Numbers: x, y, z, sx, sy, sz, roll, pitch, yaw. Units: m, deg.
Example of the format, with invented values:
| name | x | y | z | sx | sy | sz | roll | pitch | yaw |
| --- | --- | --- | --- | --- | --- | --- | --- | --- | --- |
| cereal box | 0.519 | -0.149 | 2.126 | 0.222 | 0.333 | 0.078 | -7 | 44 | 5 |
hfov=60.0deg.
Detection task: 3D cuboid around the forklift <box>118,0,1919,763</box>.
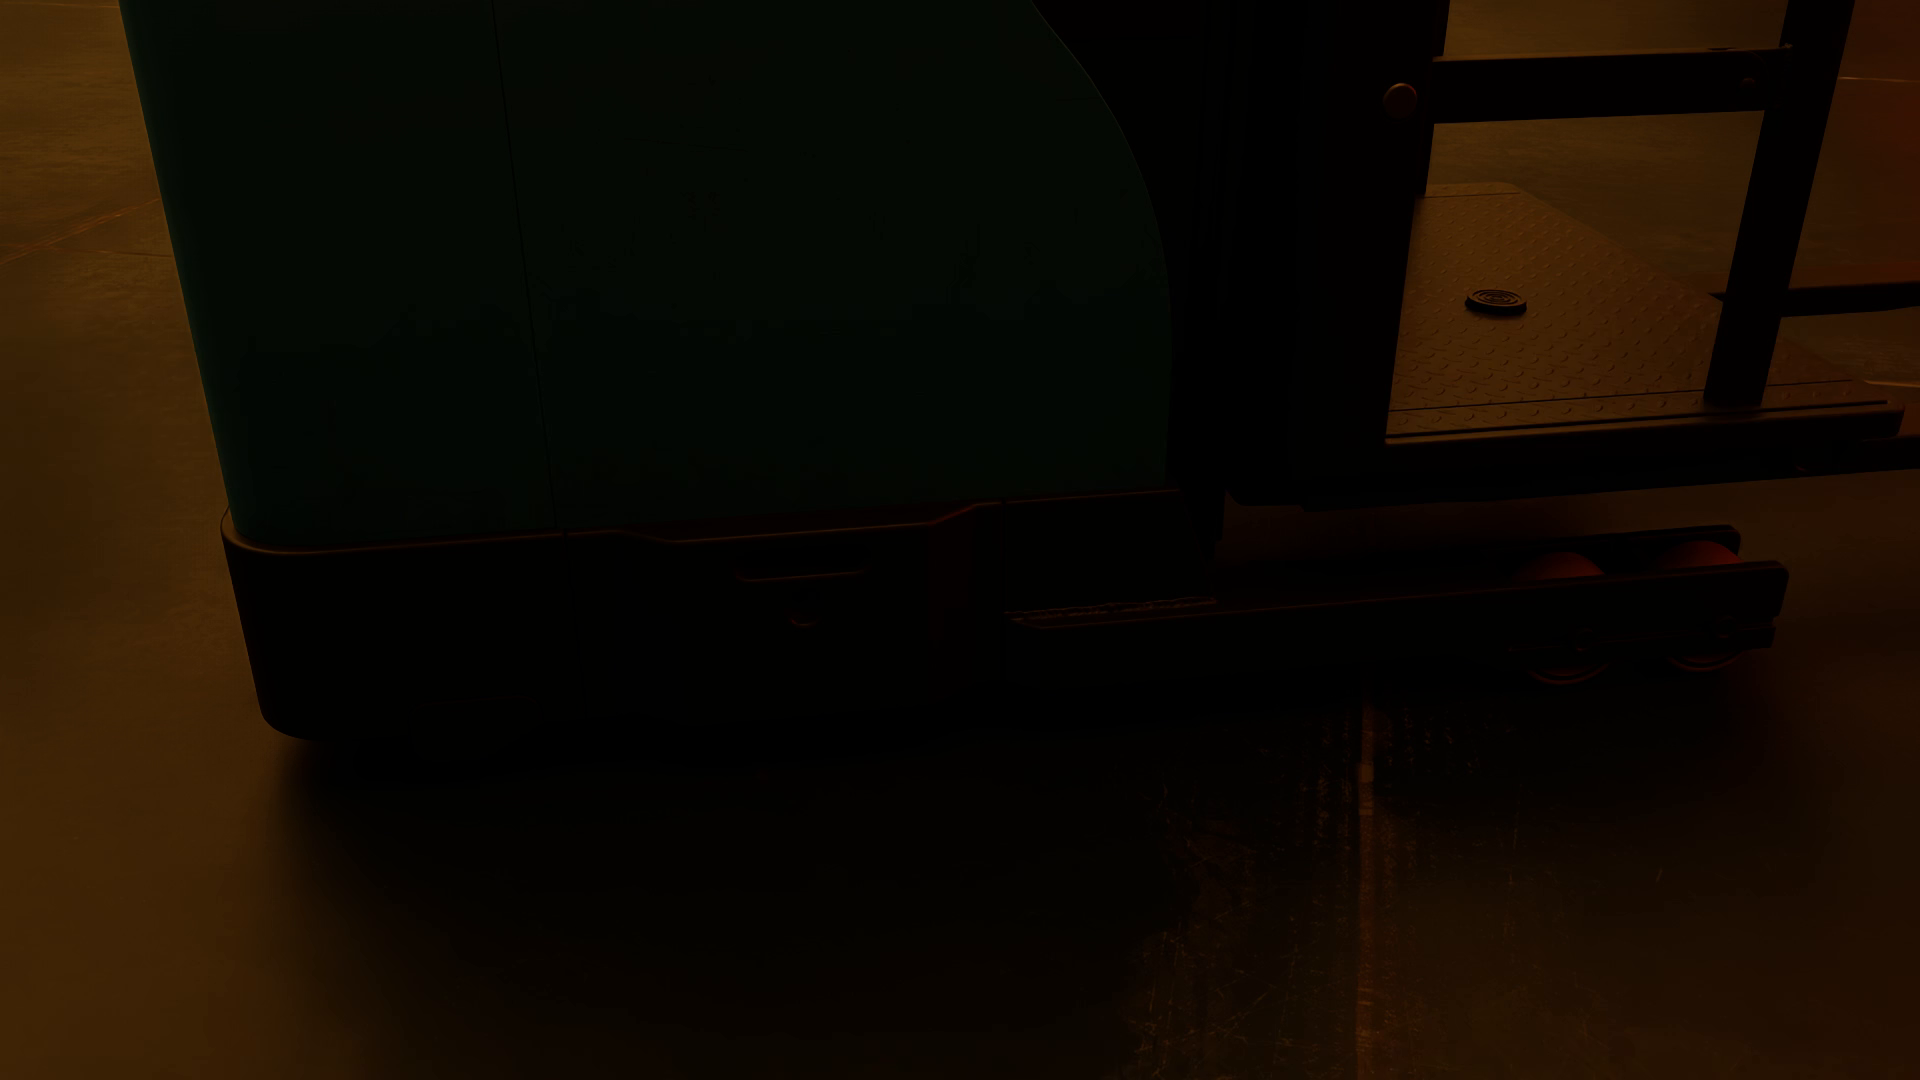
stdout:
| name | x | y | z | sx | sy | sz | roll | pitch | yaw |
| --- | --- | --- | --- | --- | --- | --- | --- | --- | --- |
| forklift | 0.600 | -1.354 | 1.930 | 3.031 | 2.935 | 1.130 | -4 | 27 | -9 |
